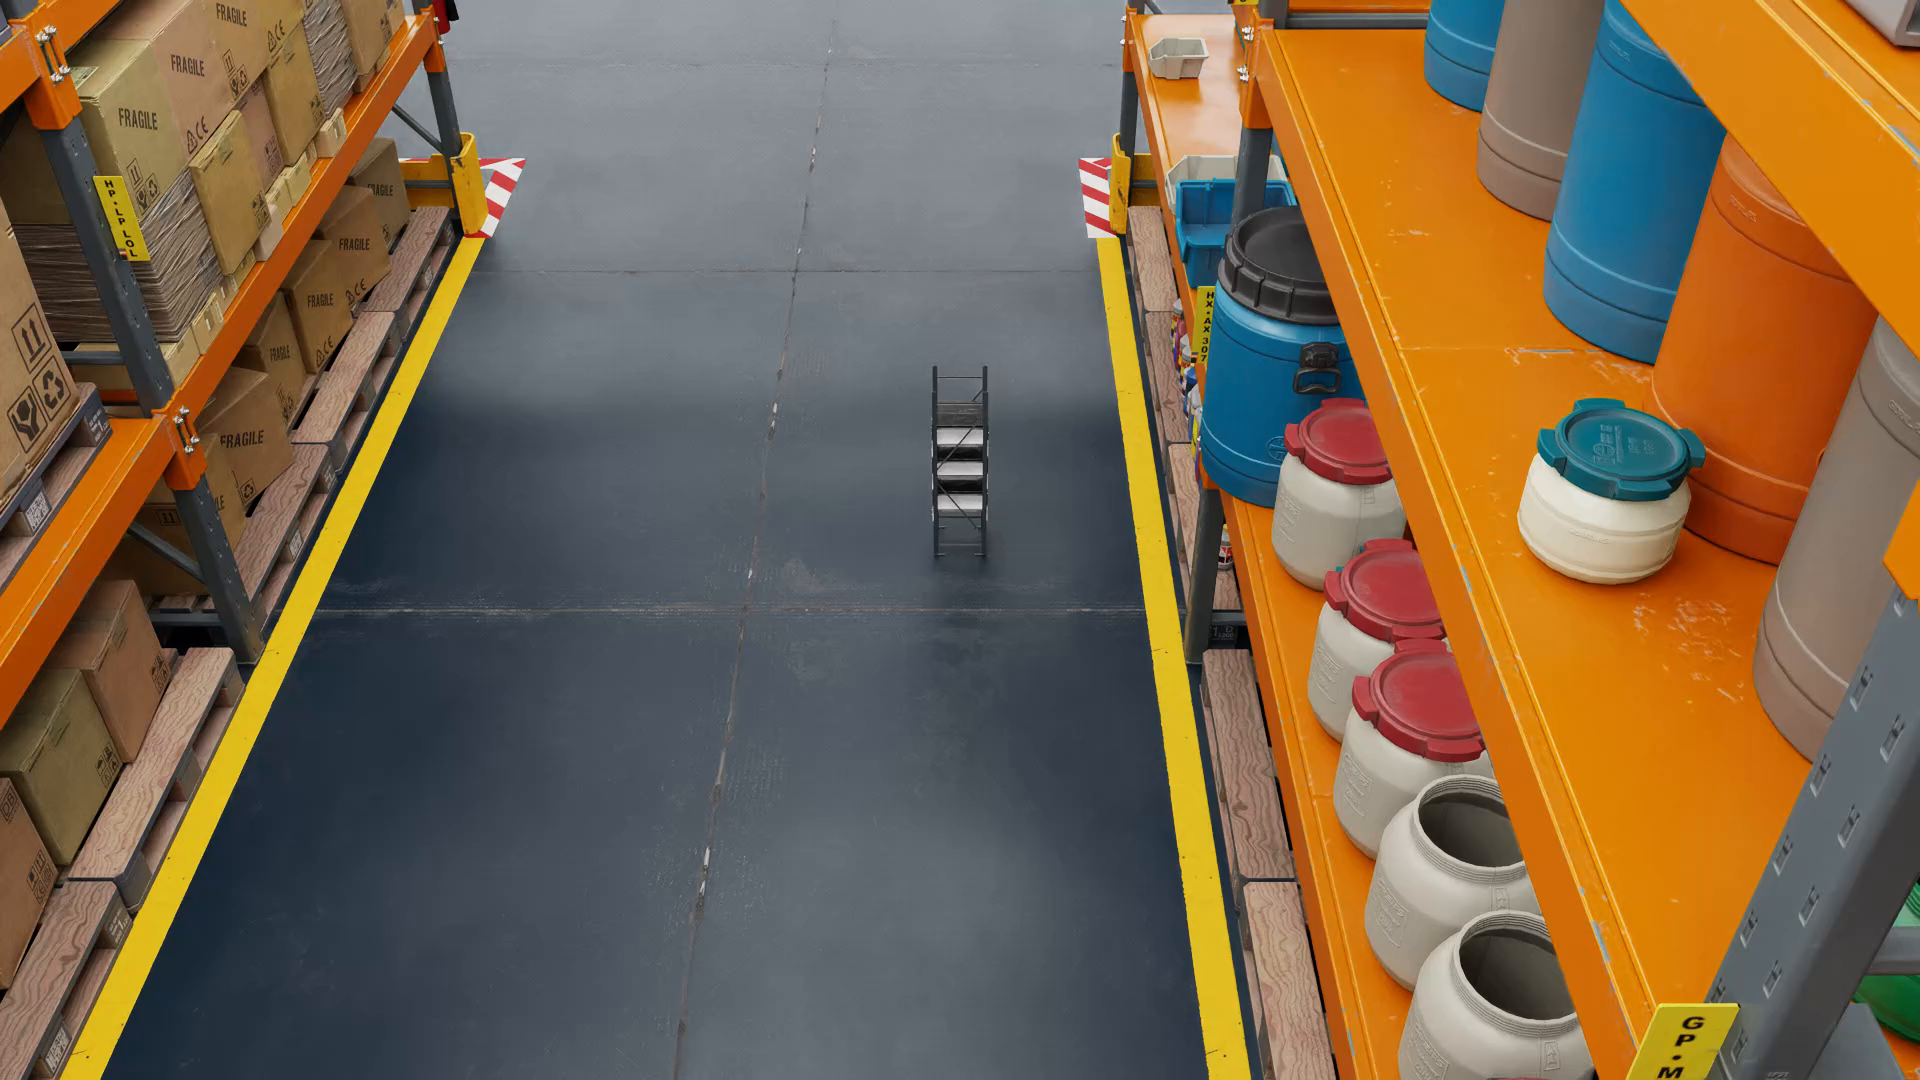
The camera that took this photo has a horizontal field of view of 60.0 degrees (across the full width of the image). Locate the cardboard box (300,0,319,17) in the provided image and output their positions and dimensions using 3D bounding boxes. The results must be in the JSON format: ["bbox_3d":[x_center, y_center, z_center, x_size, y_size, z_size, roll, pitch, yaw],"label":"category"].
[{"bbox_3d":[-3.245,-2.748,7.663,0.500,0.500,0.500,0,39,0],"label":"cardboard box"}]

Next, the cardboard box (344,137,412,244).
[{"bbox_3d":[-3.513,-1.970,9.472,0.500,0.500,0.500,7,39,8],"label":"cardboard box"}]

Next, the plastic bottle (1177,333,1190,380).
[{"bbox_3d":[1.147,-0.934,8.347,0.097,0.271,0.097,0,39,0],"label":"plastic bottle"}]

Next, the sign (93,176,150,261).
[{"bbox_3d":[-2.937,-1.125,5.829,0.100,0.325,0.005,0,39,0],"label":"sign"}]

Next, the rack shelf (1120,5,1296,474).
[{"bbox_3d":[1.458,-1.644,7.978,1.077,0.370,4.000,0,39,0],"label":"rack shelf"}]

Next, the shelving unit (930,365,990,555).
[{"bbox_3d":[0.000,-0.346,7.462,0.258,0.900,0.210,0,39,0],"label":"shelving unit"}]

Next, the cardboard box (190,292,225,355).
[{"bbox_3d":[-3.179,-0.863,6.630,0.380,0.149,0.250,0,39,0],"label":"cardboard box"}]

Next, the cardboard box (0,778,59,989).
[{"bbox_3d":[-3.530,1.166,5.544,0.700,0.500,0.500,-3,39,-4],"label":"cardboard box"}]

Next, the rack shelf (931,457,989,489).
[{"bbox_3d":[0.000,-0.320,7.483,0.258,0.077,0.200,0,39,0],"label":"rack shelf"}]

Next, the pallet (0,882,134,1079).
[{"bbox_3d":[-3.486,1.670,5.498,1.003,0.211,1.213,0,39,0],"label":"pallet"}]

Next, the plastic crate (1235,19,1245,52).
[{"bbox_3d":[1.756,-2.805,8.970,0.499,0.251,0.616,0,39,0],"label":"plastic crate"}]

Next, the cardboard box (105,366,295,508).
[{"bbox_3d":[-3.461,-0.467,7.597,0.500,0.500,0.500,12,40,14],"label":"cardboard box"}]

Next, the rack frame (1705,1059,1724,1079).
[{"bbox_3d":[1.465,1.827,3.071,1.000,3.000,0.127,0,39,0],"label":"rack frame"}]

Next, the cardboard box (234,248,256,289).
[{"bbox_3d":[-3.217,-1.176,7.020,0.380,0.149,0.250,0,39,0],"label":"cardboard box"}]

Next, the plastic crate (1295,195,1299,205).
[{"bbox_3d":[1.741,-1.440,7.318,0.450,0.188,0.662,0,39,0],"label":"plastic crate"}]

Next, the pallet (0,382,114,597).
[{"bbox_3d":[-3.637,-0.117,5.651,1.003,0.211,1.213,0,39,0],"label":"pallet"}]

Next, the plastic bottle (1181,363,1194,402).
[{"bbox_3d":[1.147,-0.782,8.213,0.097,0.201,0.097,0,39,0],"label":"plastic bottle"}]

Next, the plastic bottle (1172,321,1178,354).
[{"bbox_3d":[1.147,-1.056,8.555,0.097,0.201,0.097,0,39,0],"label":"plastic bottle"}]

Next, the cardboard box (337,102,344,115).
[{"bbox_3d":[-3.272,-2.114,8.190,0.380,0.149,0.250,0,39,0],"label":"cardboard box"}]

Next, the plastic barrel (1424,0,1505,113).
[{"bbox_3d":[1.678,-1.722,4.701,0.600,0.901,0.708,0,39,0],"label":"plastic barrel"}]

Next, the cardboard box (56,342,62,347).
[{"bbox_3d":[-3.777,-0.863,6.629,0.380,0.149,0.250,0,39,0],"label":"cardboard box"}]

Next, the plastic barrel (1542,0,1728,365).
[{"bbox_3d":[1.680,-0.904,3.680,0.600,0.901,0.708,0,39,0],"label":"plastic barrel"}]

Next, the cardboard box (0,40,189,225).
[{"bbox_3d":[-3.239,-1.497,6.102,0.500,0.500,0.500,0,39,0],"label":"cardboard box"}]

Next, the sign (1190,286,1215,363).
[{"bbox_3d":[0.911,-0.788,6.114,0.100,0.325,0.005,0,39,0],"label":"sign"}]

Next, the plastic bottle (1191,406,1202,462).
[{"bbox_3d":[1.171,-0.536,7.787,0.144,0.351,0.185,0,39,0],"label":"plastic bottle"}]

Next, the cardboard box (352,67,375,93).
[{"bbox_3d":[-3.254,-2.427,8.580,0.380,0.149,0.250,0,39,0],"label":"cardboard box"}]

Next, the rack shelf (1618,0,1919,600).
[{"bbox_3d":[1.463,-1.327,3.106,1.077,0.370,4.000,0,39,0],"label":"rack shelf"}]

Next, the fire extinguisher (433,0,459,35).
[{"bbox_3d":[-3.036,-3.213,9.423,0.296,0.674,0.183,0,39,0],"label":"fire extinguisher"}]

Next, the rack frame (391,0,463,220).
[{"bbox_3d":[-3.497,-3.172,9.309,1.000,3.000,0.127,0,39,0],"label":"rack frame"}]

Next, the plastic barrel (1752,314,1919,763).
[{"bbox_3d":[1.681,-0.052,2.617,0.600,0.901,0.600,0,39,0],"label":"plastic barrel"}]

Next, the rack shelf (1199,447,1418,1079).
[{"bbox_3d":[1.463,0.857,4.857,1.077,0.370,4.000,0,39,0],"label":"rack shelf"}]

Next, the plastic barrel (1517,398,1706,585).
[{"bbox_3d":[1.230,-0.084,3.168,0.301,0.262,0.301,0,39,0],"label":"plastic barrel"}]

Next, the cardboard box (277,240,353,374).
[{"bbox_3d":[-3.496,-1.204,8.517,0.500,0.500,0.500,3,39,4],"label":"cardboard box"}]

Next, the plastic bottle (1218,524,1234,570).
[{"bbox_3d":[1.149,0.020,7.213,0.097,0.201,0.097,0,39,0],"label":"plastic bottle"}]

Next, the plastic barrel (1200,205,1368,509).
[{"bbox_3d":[1.158,-0.628,5.734,0.600,0.901,0.708,0,39,0],"label":"plastic barrel"}]

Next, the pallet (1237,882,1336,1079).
[{"bbox_3d":[1.505,1.670,5.497,1.003,0.211,1.213,0,39,0],"label":"pallet"}]

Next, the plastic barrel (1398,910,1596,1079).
[{"bbox_3d":[1.251,1.141,3.839,0.421,0.512,0.421,0,39,0],"label":"plastic barrel"}]

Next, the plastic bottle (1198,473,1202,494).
[{"bbox_3d":[1.171,-0.334,7.535,0.144,0.351,0.185,-2,39,-2],"label":"plastic bottle"}]

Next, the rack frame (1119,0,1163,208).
[{"bbox_3d":[1.456,-3.175,9.314,1.000,3.000,0.127,0,39,0],"label":"rack frame"}]

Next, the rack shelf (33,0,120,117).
[{"bbox_3d":[-3.495,-2.811,7.035,1.077,0.370,4.000,0,39,0],"label":"rack shelf"}]

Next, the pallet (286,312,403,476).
[{"bbox_3d":[-3.533,-0.767,8.538,1.003,0.211,1.213,0,39,0],"label":"pallet"}]

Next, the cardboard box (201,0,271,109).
[{"bbox_3d":[-3.241,-2.123,6.883,0.500,0.500,0.500,0,39,0],"label":"cardboard box"}]

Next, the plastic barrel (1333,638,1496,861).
[{"bbox_3d":[1.244,0.601,4.493,0.433,0.535,0.433,0,39,0],"label":"plastic barrel"}]

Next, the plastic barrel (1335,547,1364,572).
[{"bbox_3d":[1.309,0.208,5.203,0.301,0.262,0.301,0,39,0],"label":"plastic barrel"}]

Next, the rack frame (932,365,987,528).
[{"bbox_3d":[0.000,-0.410,7.542,0.240,0.900,0.006,0,39,0],"label":"rack frame"}]

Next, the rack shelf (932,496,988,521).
[{"bbox_3d":[0.000,-0.180,7.596,0.258,0.077,0.200,0,39,0],"label":"rack shelf"}]

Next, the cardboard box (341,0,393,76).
[{"bbox_3d":[-3.403,-2.670,8.366,0.875,0.500,0.500,0,39,0],"label":"cardboard box"}]

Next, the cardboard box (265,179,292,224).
[{"bbox_3d":[-3.218,-1.489,7.410,0.380,0.149,0.250,0,39,0],"label":"cardboard box"}]

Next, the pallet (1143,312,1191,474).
[{"bbox_3d":[1.497,-0.771,8.543,1.003,0.211,1.213,0,39,0],"label":"pallet"}]

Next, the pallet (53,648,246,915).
[{"bbox_3d":[-3.490,0.905,6.452,1.003,0.211,1.213,0,39,0],"label":"pallet"}]

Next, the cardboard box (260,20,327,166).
[{"bbox_3d":[-3.457,-2.045,7.585,0.875,0.500,0.500,0,39,0],"label":"cardboard box"}]

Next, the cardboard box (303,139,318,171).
[{"bbox_3d":[-3.253,-1.801,7.800,0.380,0.149,0.250,0,39,0],"label":"cardboard box"}]

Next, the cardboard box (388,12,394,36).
[{"bbox_3d":[-3.290,-2.739,8.970,0.380,0.149,0.250,0,39,0],"label":"cardboard box"}]

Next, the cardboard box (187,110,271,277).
[{"bbox_3d":[-3.396,-1.420,6.805,0.875,0.500,0.500,0,39,0],"label":"cardboard box"}]

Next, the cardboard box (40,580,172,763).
[{"bbox_3d":[-3.513,0.517,6.353,0.700,0.500,0.500,-3,39,-4],"label":"cardboard box"}]

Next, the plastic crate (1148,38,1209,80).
[{"bbox_3d":[1.135,-2.513,8.698,0.298,0.136,0.250,0,39,0],"label":"plastic crate"}]

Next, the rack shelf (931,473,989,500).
[{"bbox_3d":[0.000,-0.250,7.539,0.258,0.077,0.200,0,39,0],"label":"rack shelf"}]

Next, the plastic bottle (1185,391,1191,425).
[{"bbox_3d":[1.147,-0.654,8.053,0.097,0.201,0.097,0,39,0],"label":"plastic bottle"}]

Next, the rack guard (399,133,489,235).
[{"bbox_3d":[-3.497,-2.149,10.032,1.175,0.500,0.348,0,39,0],"label":"rack guard"}]

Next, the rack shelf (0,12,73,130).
[{"bbox_3d":[-3.490,-0.309,3.914,1.077,0.370,4.000,0,39,0],"label":"rack shelf"}]
